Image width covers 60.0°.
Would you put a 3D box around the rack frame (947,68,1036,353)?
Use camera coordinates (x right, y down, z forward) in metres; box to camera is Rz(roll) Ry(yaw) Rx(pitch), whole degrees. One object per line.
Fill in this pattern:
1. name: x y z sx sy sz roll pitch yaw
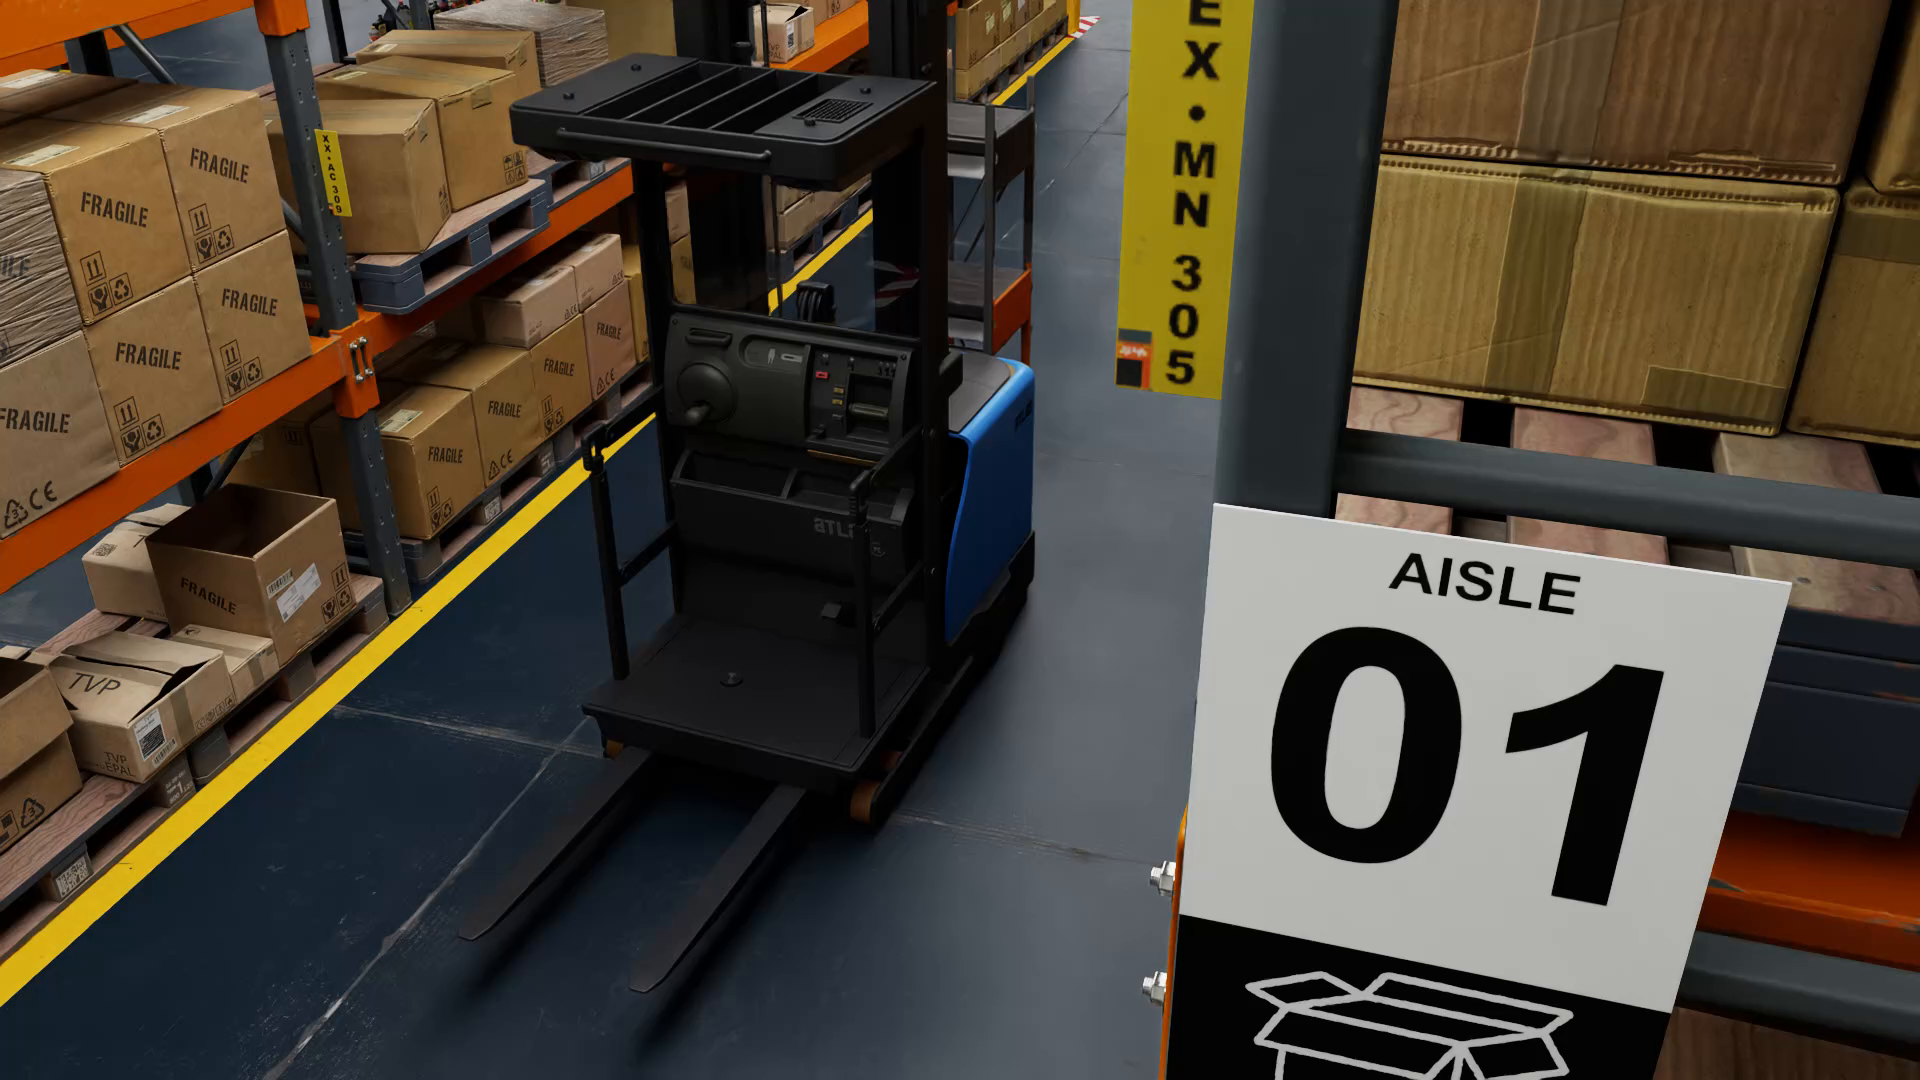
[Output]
1. rack frame: 0.125 -1.036 7.452 0.400 2.100 0.015 11 31 19

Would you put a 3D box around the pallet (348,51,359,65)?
1. pallet: -5.028 -4.587 15.778 1.003 0.211 1.213 8 30 15

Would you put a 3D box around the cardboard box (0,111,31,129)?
1. cardboard box: -3.437 -1.135 5.573 0.500 0.500 0.500 8 30 13

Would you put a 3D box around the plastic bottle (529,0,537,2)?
1. plastic bottle: -4.311 -5.331 16.596 0.152 0.276 0.135 9 30 15

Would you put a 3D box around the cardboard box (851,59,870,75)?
1. cardboard box: -0.522 -3.546 12.858 0.500 0.311 0.500 9 30 16

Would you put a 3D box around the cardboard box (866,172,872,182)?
1. cardboard box: -0.826 -2.830 12.147 0.500 0.250 0.500 9 30 16

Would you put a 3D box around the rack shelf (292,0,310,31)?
1. rack shelf: -2.292 -2.999 7.710 1.077 0.370 4.000 8 30 15

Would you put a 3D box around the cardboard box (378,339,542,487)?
1. cardboard box: -2.358 -0.612 7.884 0.500 0.500 0.500 9 30 16

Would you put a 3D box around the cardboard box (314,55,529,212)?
1. cardboard box: -2.385 -1.817 7.396 0.700 0.500 0.500 13 32 23

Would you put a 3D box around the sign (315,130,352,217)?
1. sign: -2.358 -1.377 6.250 0.100 0.325 0.005 8 30 15

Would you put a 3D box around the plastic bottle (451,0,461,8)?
1. plastic bottle: -5.051 -5.354 16.643 0.097 0.271 0.097 0 29 0

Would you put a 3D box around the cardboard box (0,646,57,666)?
1. cardboard box: -3.453 0.541 6.155 0.380 0.166 0.250 8 30 15

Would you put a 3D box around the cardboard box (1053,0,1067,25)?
1. cardboard box: 0.768 -5.340 16.660 0.500 0.250 0.500 8 30 15

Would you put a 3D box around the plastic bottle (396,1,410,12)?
1. plastic bottle: -5.295 -4.963 15.859 0.144 0.351 0.185 7 30 12

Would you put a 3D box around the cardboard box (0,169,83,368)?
1. cardboard box: -3.076 -0.809 4.987 0.500 0.500 0.500 9 30 15

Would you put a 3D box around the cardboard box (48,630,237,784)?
1. cardboard box: -2.995 0.564 5.965 0.500 0.311 0.500 8 30 15

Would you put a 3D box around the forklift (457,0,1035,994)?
1. forklift: -0.685 -0.497 5.628 1.130 2.935 3.031 11 31 19

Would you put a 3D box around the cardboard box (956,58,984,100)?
1. cardboard box: -0.105 -3.945 14.152 0.500 0.250 0.500 8 30 15

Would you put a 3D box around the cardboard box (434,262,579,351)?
1. cardboard box: -2.210 -1.155 8.088 0.500 0.250 0.500 9 30 15

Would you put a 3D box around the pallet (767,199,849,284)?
1. pallet: -1.426 -2.090 11.290 1.003 0.211 1.213 8 30 15

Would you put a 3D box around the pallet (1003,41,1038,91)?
1. pallet: 0.099 -4.505 15.630 1.003 0.211 1.213 8 30 15

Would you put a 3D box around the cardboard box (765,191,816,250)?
1. cardboard box: -1.270 -2.115 10.863 0.500 0.250 0.500 8 30 15

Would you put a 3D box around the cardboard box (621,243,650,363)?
1. cardboard box: -1.907 -1.323 9.162 0.500 0.500 0.500 7 30 13

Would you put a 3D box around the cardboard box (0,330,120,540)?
1. cardboard box: -3.079 -0.369 5.225 0.500 0.500 0.500 9 30 16

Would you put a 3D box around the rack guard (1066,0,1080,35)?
1. rack guard: 0.650 -5.568 17.246 1.175 0.500 0.348 8 30 15

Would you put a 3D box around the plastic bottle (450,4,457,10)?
1. plastic bottle: -4.769 -4.870 15.692 0.144 0.351 0.185 8 30 15

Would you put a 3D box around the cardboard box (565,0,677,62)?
1. cardboard box: -1.782 -2.850 9.253 0.700 0.500 0.500 -1 29 -2

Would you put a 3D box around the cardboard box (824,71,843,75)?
1. cardboard box: -1.193 -3.389 12.575 0.500 0.311 0.500 8 30 13

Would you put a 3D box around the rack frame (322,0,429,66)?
1. rack frame: -5.265 -5.499 14.550 1.000 3.000 0.127 8 30 15

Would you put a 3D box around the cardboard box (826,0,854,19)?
1. cardboard box: -1.073 -4.002 11.756 0.500 0.500 0.500 9 30 15

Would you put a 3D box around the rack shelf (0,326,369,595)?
1. rack shelf: -3.466 0.171 5.097 1.077 0.370 4.000 8 30 15

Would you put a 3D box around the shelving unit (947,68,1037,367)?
1. shelving unit: 0.036 -0.925 7.254 0.431 2.100 0.503 11 31 19

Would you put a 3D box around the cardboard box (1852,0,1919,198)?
1. cardboard box: 1.129 -0.614 1.530 0.500 0.500 0.500 7 30 13

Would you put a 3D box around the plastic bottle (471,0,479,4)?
1. plastic bottle: -4.951 -5.481 16.944 0.097 0.201 0.097 0 29 0

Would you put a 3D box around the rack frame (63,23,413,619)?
1. rack frame: -2.879 -1.073 6.593 1.000 3.000 0.127 8 30 15

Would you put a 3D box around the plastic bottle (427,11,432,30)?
1. plastic bottle: -5.146 -4.921 15.860 0.152 0.276 0.135 8 30 15

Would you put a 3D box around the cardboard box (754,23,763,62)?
1. cardboard box: -1.556 -3.056 10.249 0.500 0.311 0.500 10 31 18

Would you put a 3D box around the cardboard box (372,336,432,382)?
1. cardboard box: -2.855 -0.672 7.990 0.500 0.500 0.500 9 30 15

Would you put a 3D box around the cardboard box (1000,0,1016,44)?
1. cardboard box: 0.198 -4.736 14.803 0.500 0.500 0.500 8 30 15

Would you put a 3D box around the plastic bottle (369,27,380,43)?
1. plastic bottle: -5.456 -4.682 15.506 0.097 0.201 0.097 0 29 0

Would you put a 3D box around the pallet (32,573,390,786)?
1. pallet: -3.081 0.465 6.698 1.003 0.211 1.213 8 30 15

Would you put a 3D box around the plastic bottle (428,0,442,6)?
1. plastic bottle: -5.149 -5.156 16.282 0.152 0.276 0.135 9 30 16

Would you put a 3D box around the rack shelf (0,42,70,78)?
1. rack shelf: -7.026 -2.397 9.712 1.077 0.370 4.000 8 30 15

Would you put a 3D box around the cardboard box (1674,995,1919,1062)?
1. cardboard box: 1.027 0.782 2.950 0.980 0.700 0.700 8 30 14

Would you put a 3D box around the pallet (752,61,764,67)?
1. pallet: -1.837 -2.523 9.397 1.213 0.211 1.003 8 30 15

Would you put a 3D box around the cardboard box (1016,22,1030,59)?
1. cardboard box: 0.340 -4.641 15.404 0.500 0.250 0.500 8 30 15
